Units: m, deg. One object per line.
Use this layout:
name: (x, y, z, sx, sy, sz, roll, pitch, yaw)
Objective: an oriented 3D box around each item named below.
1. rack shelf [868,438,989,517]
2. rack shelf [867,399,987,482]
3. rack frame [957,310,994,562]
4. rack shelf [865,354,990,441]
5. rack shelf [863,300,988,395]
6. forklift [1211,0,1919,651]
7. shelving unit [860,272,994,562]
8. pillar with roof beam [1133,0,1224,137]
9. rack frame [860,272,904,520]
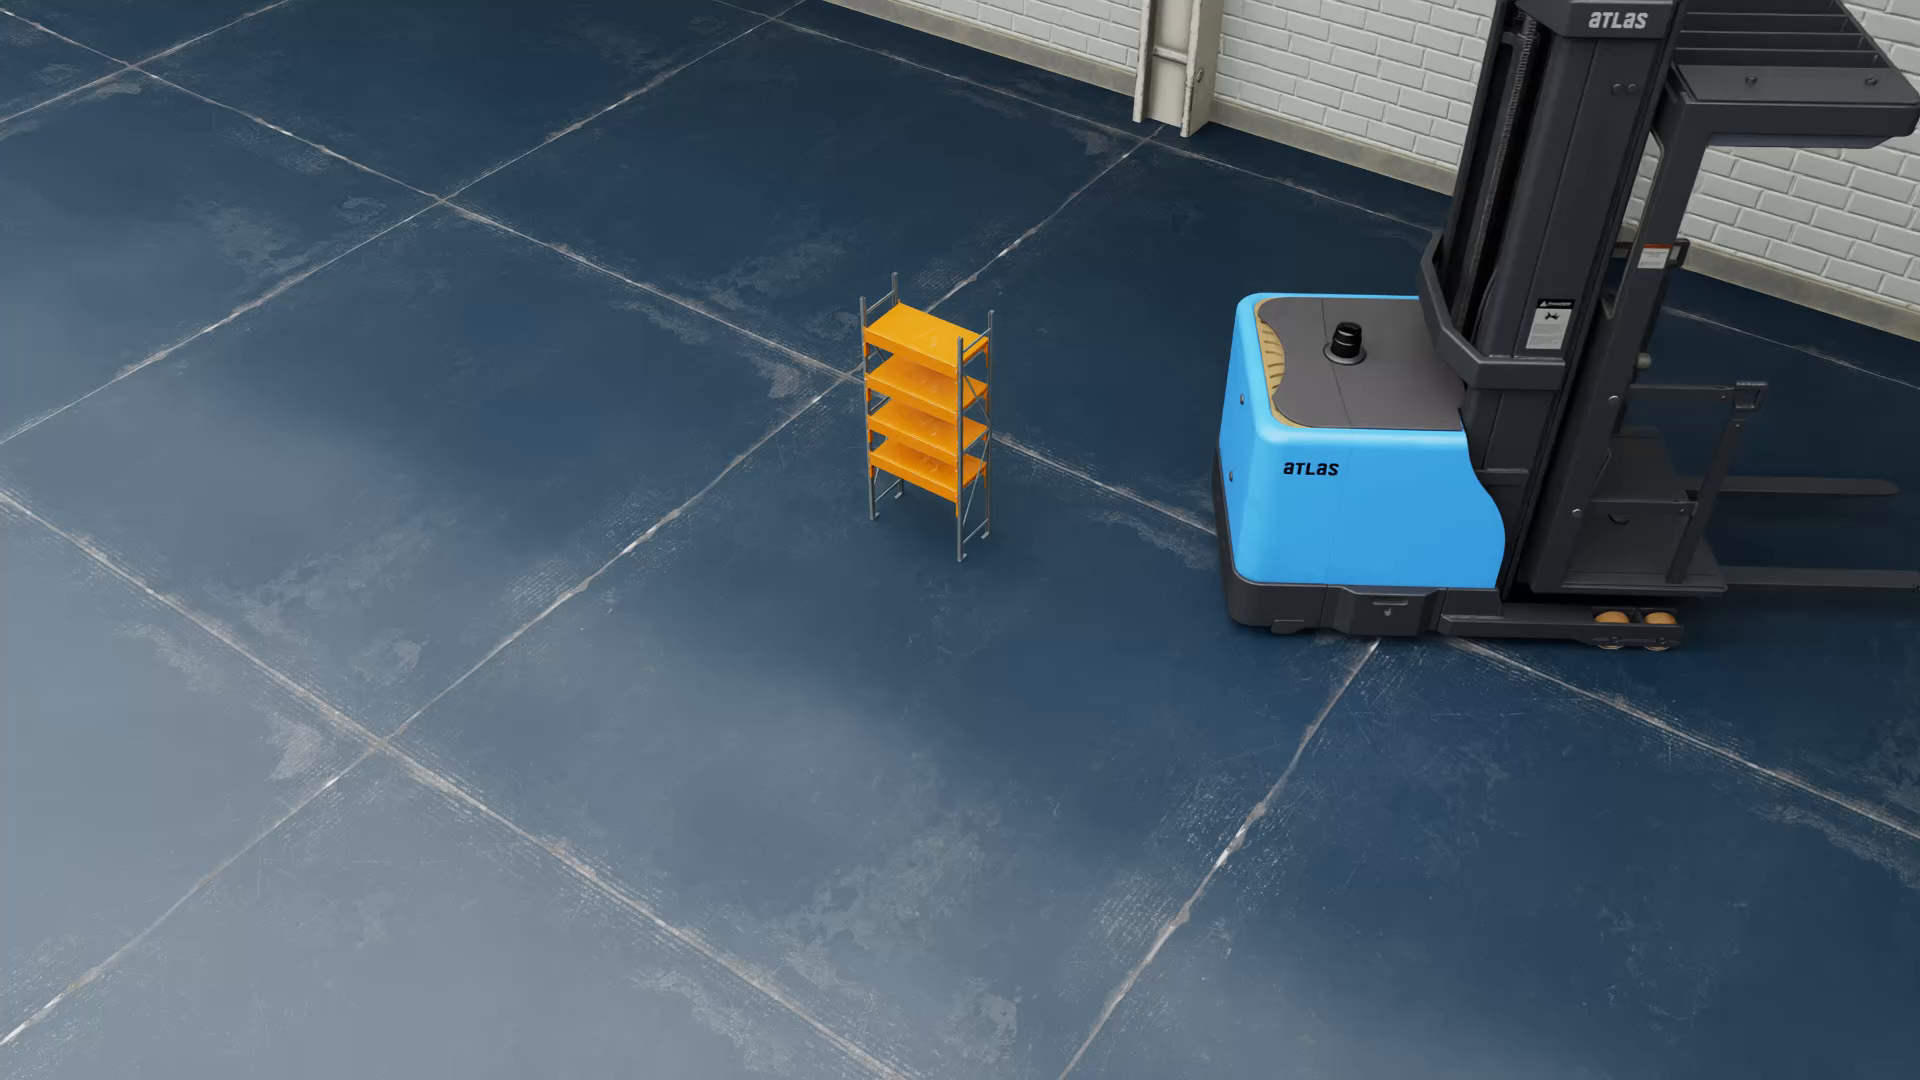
rack shelf: (-0.136, -0.312, 7.346, 0.480, 0.148, 0.258, 25, 48, 25)
rack shelf: (-0.136, -0.460, 7.214, 0.480, 0.148, 0.258, 25, 48, 25)
rack frame: (0.064, -0.417, 7.065, 0.015, 1.200, 0.240, 25, 48, 25)
rack shelf: (-0.136, -0.627, 7.065, 0.480, 0.148, 0.258, 25, 48, 25)
rack shelf: (-0.136, -0.803, 6.907, 0.480, 0.148, 0.258, 25, 48, 25)
forklift: (2.660, -0.992, 6.409, 3.031, 2.935, 1.130, 1, 42, 2)
shelving unit: (-0.136, -0.511, 7.169, 0.503, 1.200, 0.258, 25, 48, 25)
pillar with roof beam: (-1.139, -3.649, 4.828, 0.400, 9.000, 9.100, 25, 48, 25)
rack frame: (-0.335, -0.604, 7.273, 0.015, 1.200, 0.240, 25, 48, 25)
